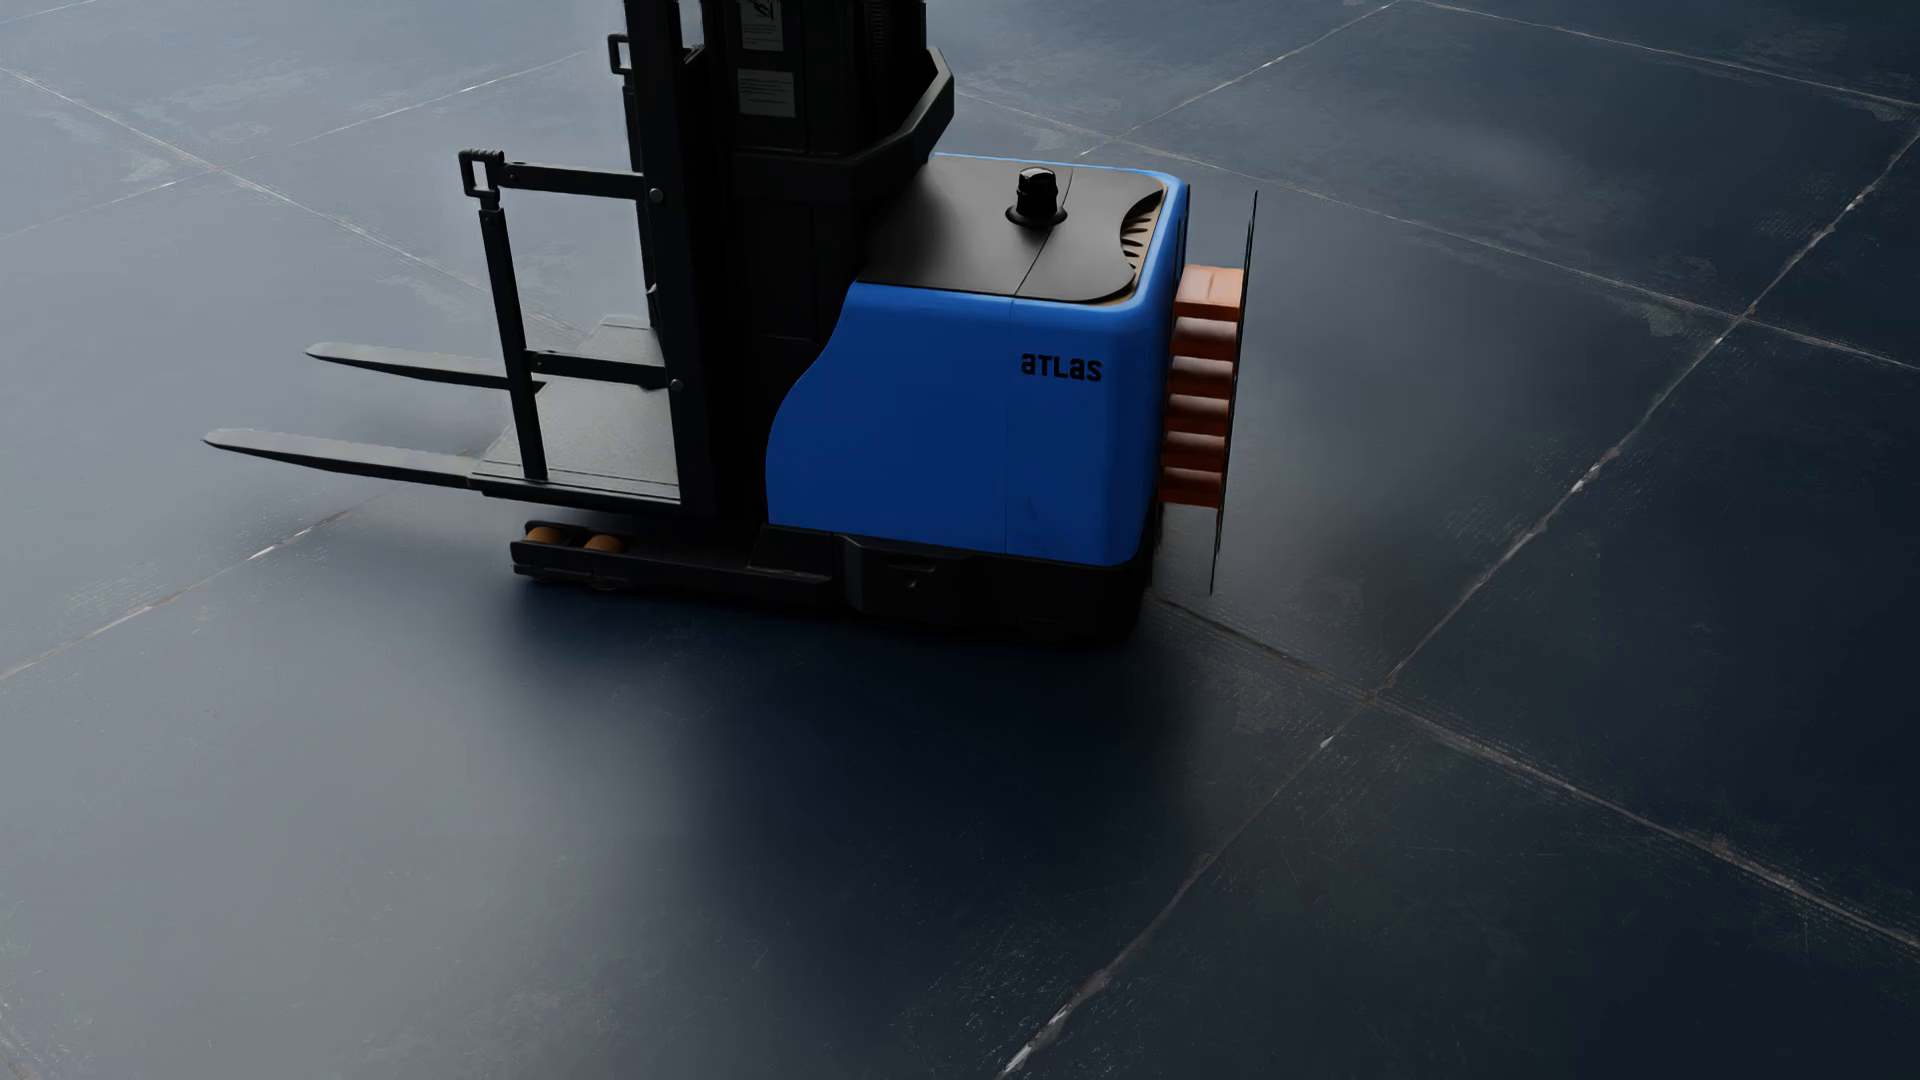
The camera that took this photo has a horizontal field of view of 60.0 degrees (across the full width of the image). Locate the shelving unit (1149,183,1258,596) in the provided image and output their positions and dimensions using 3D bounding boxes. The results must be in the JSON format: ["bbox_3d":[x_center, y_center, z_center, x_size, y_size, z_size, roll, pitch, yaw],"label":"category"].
[{"bbox_3d":[0.691,-0.404,4.778,0.189,1.200,0.258,7,35,11],"label":"shelving unit"}]

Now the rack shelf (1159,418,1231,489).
[{"bbox_3d":[0.691,-0.268,4.871,0.180,0.103,0.258,7,35,11],"label":"rack shelf"}]

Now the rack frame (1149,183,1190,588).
[{"bbox_3d":[0.602,-0.415,4.795,0.006,1.200,0.240,7,35,11],"label":"rack frame"}]

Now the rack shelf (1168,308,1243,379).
[{"bbox_3d":[0.691,-0.565,4.667,0.180,0.103,0.258,7,35,11],"label":"rack shelf"}]

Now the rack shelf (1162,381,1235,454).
[{"bbox_3d":[0.691,-0.367,4.803,0.180,0.103,0.258,7,35,11],"label":"rack shelf"}]

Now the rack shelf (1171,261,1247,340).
[{"bbox_3d":[0.691,-0.664,4.599,0.180,0.103,0.258,7,35,11],"label":"rack shelf"}]

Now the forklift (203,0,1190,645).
[{"bbox_3d":[-0.876,-1.338,4.609,3.031,2.935,1.130,7,35,11],"label":"forklift"}]

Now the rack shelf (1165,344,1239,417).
[{"bbox_3d":[0.691,-0.466,4.735,0.180,0.103,0.258,7,35,11],"label":"rack shelf"}]

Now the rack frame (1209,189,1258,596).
[{"bbox_3d":[0.780,-0.392,4.761,0.006,1.200,0.240,7,35,11],"label":"rack frame"}]

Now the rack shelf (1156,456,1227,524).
[{"bbox_3d":[0.691,-0.169,4.939,0.180,0.103,0.258,7,35,11],"label":"rack shelf"}]
